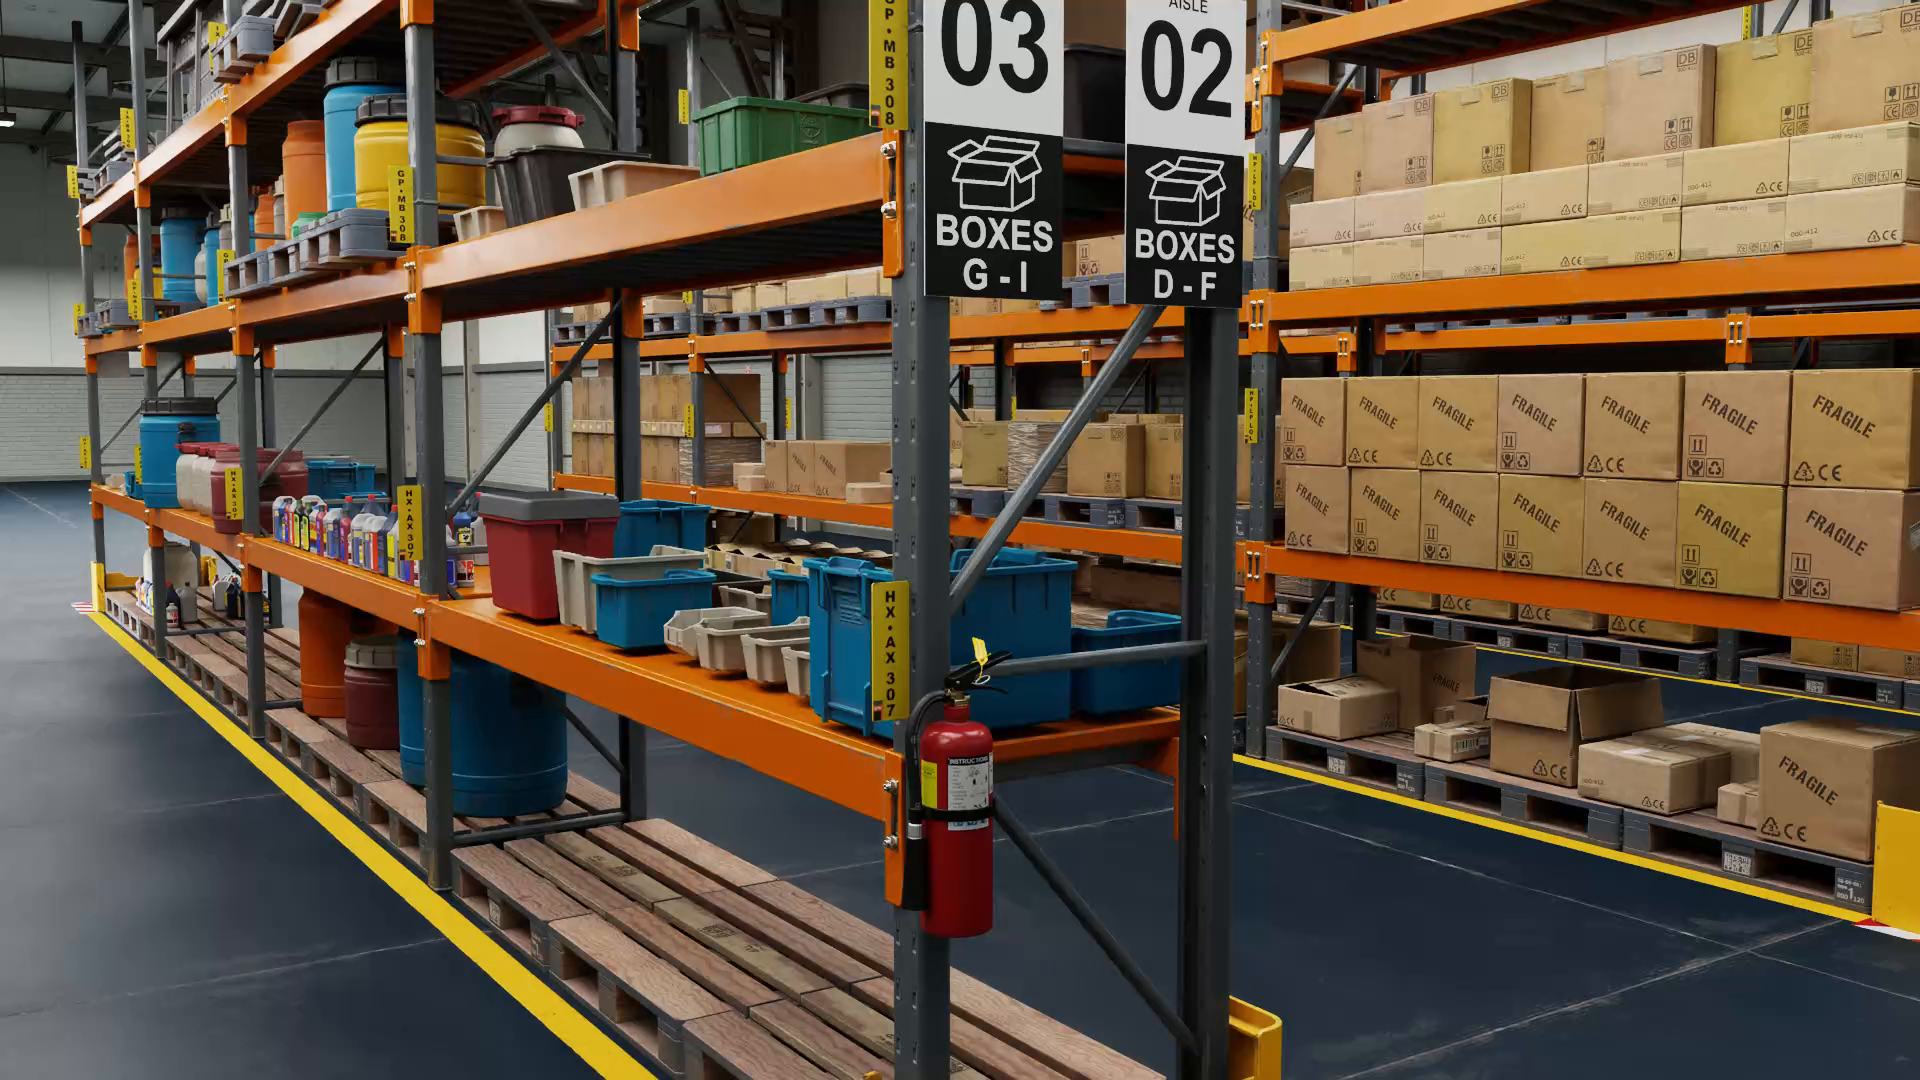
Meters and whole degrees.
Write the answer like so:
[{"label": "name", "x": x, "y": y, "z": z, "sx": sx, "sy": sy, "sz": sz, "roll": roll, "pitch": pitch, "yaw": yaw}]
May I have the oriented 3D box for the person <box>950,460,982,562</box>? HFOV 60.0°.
[{"label": "person", "x": 0.053, "y": -0.016, "z": 16.296, "sx": 0.505, "sy": 1.655, "sz": 0.390, "roll": -3, "pitch": 6, "yaw": -32}]
